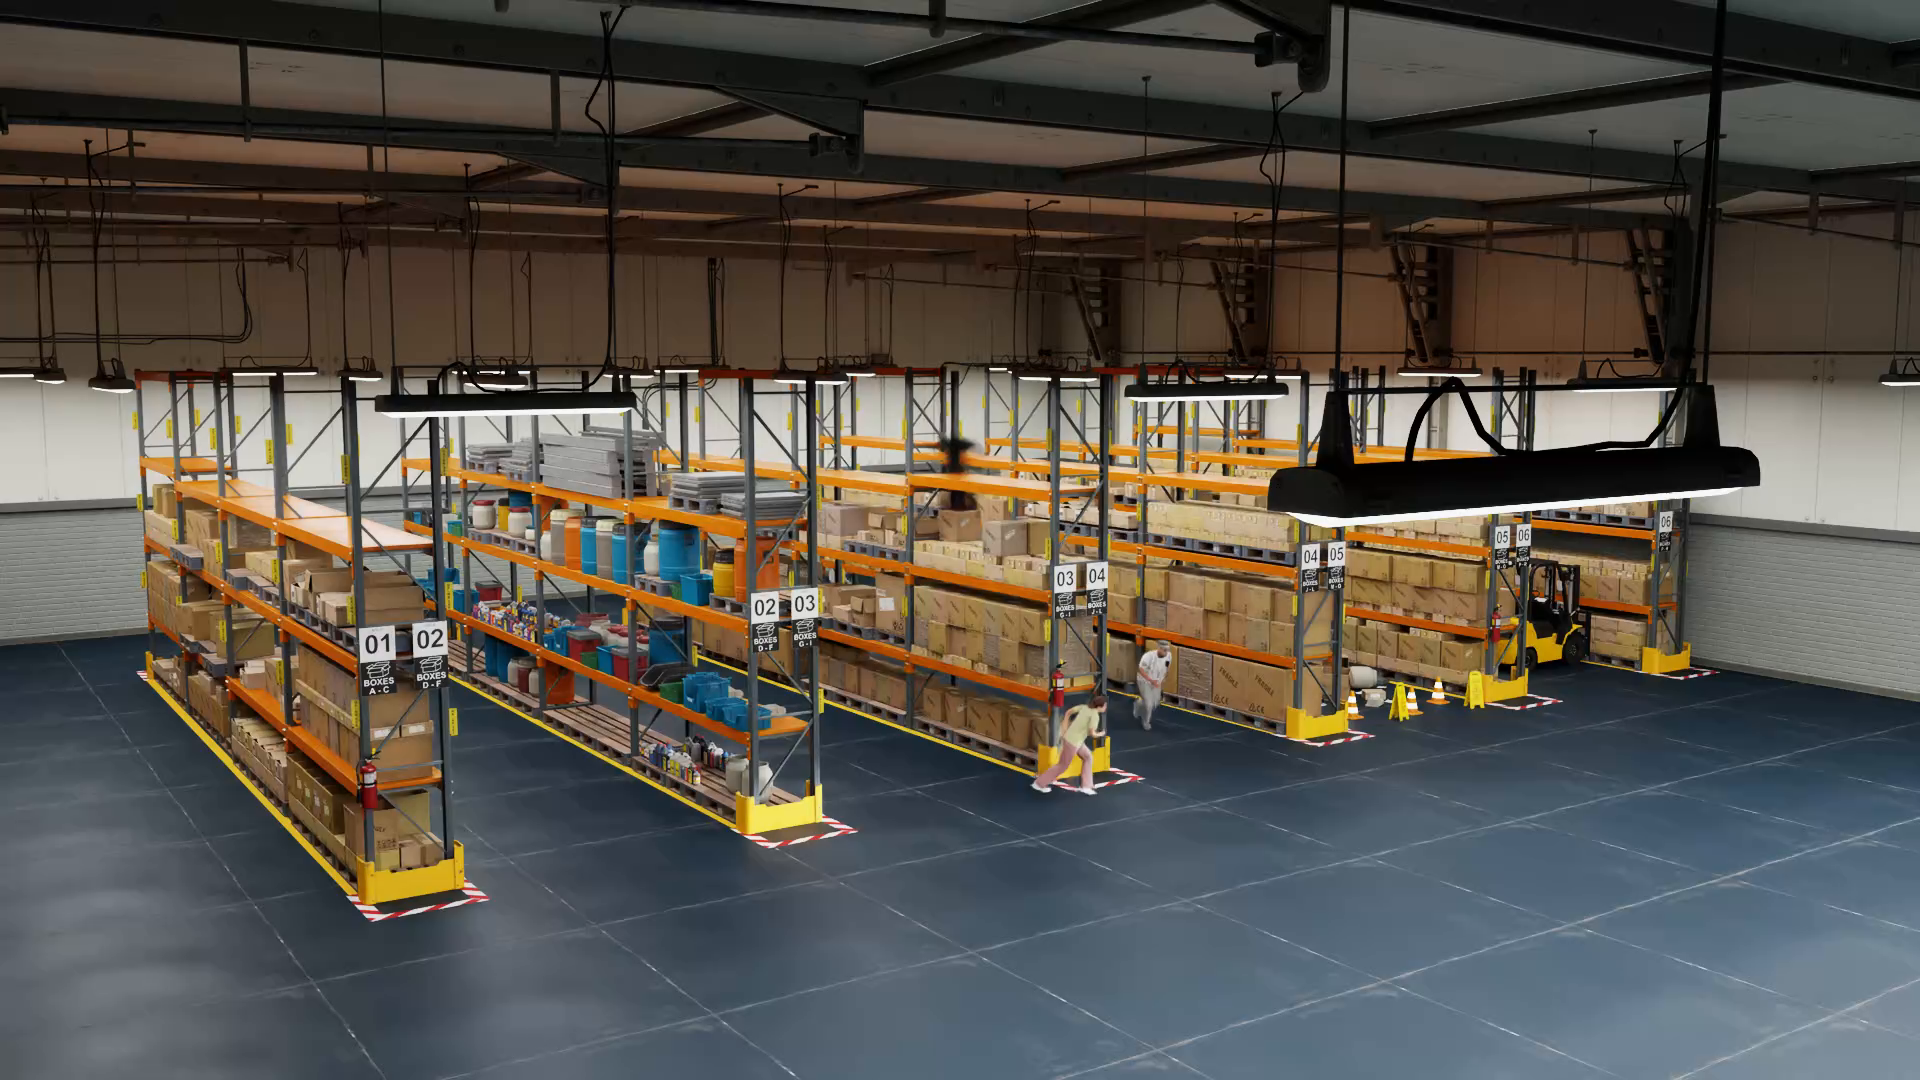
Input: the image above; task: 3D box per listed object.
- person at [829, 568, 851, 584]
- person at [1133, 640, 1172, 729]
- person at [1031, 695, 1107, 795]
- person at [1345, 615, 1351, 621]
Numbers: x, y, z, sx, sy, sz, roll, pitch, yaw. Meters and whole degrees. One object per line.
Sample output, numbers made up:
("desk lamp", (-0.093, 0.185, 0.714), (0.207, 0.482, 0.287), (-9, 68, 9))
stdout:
("person", (-3.144, 0.666, 42.961), (0.615, 1.637, 0.790), (4, 8, 31))
("person", (3.246, 2.410, 28.054), (0.683, 1.555, 0.925), (-4, 7, -29))
("person", (1.573, 2.955, 23.683), (1.071, 1.475, 0.564), (-2, 7, -14))
("person", (8.577, 1.454, 35.924), (0.818, 1.685, 0.660), (6, 9, 43))
